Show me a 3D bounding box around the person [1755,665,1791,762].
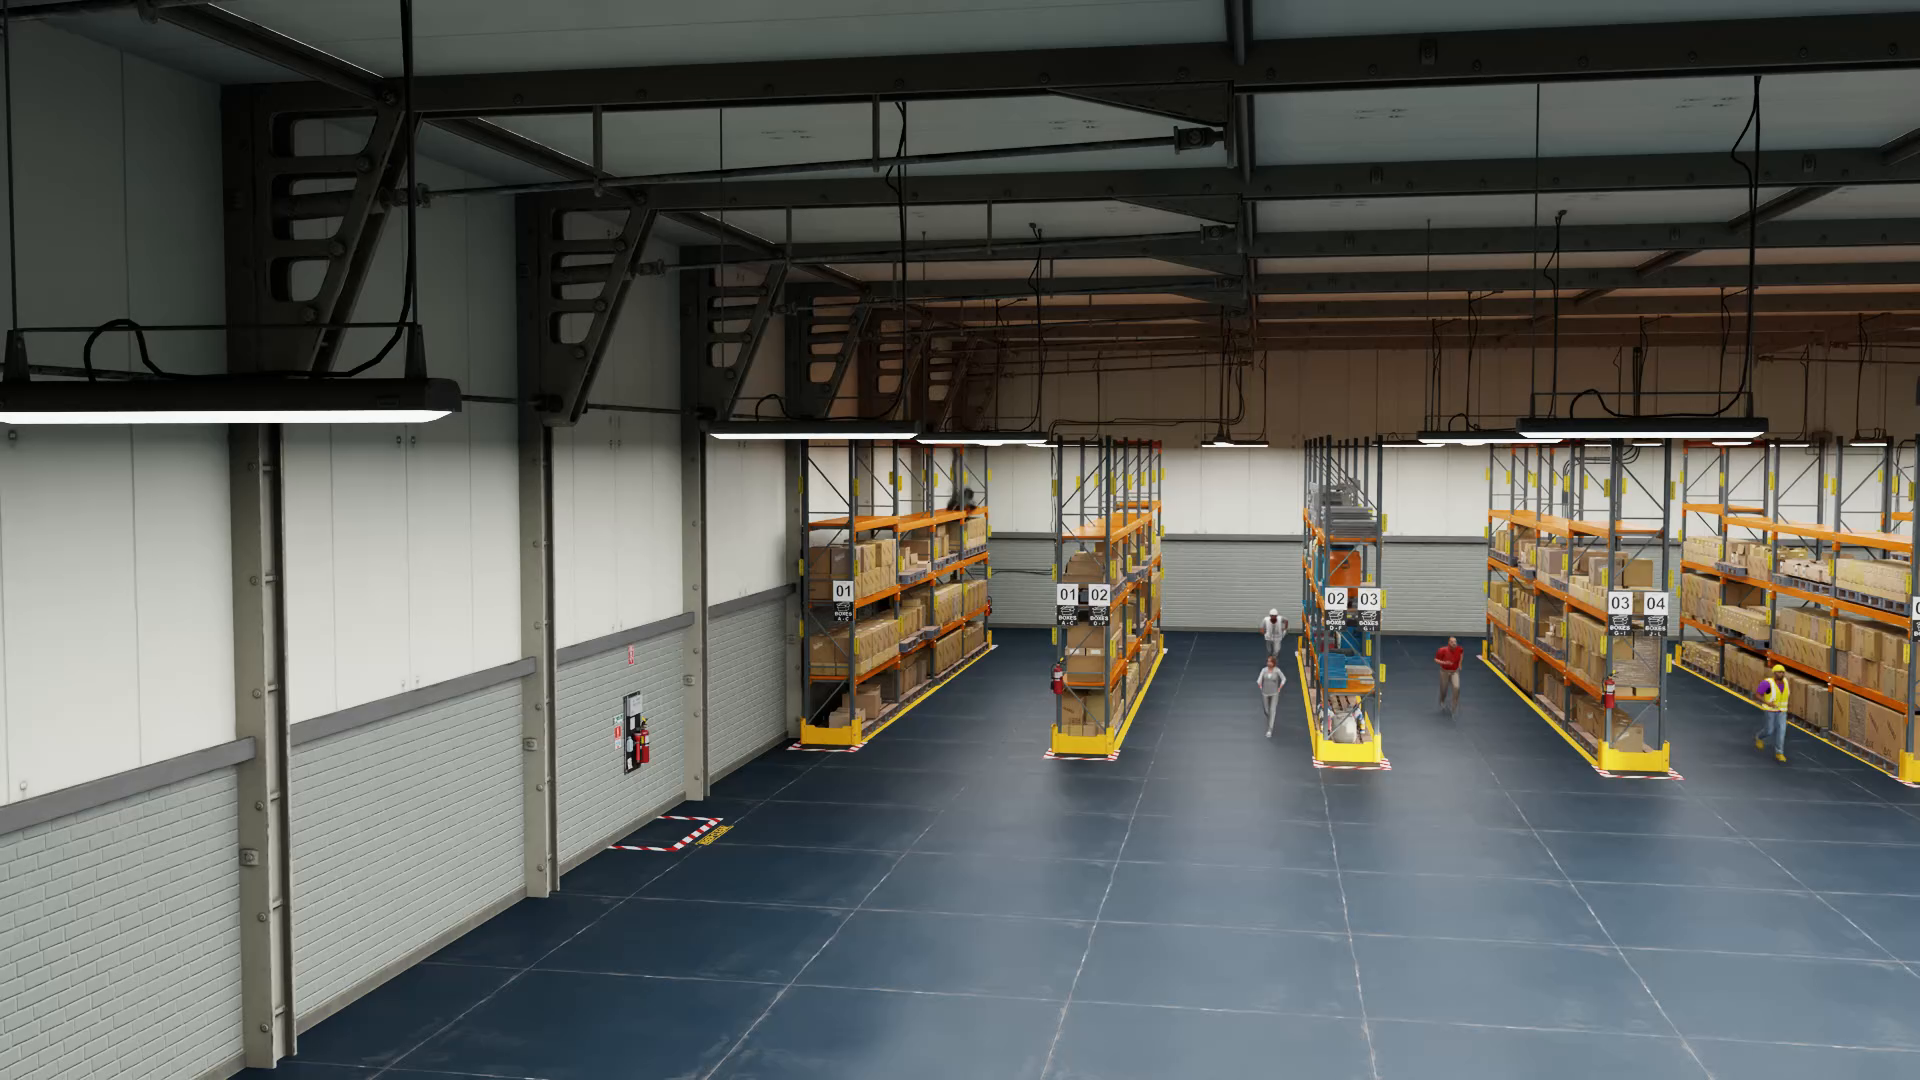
[{"bbox_3d":[15.130,3.176,30.913,0.725,1.756,0.990,0,3,-5],"label":"person"}]

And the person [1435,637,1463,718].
[{"bbox_3d":[10.580,2.941,36.032,0.658,1.752,1.015,0,3,4],"label":"person"}]

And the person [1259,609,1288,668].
[{"bbox_3d":[8.018,2.593,42.574,0.727,1.728,1.058,0,3,5],"label":"person"}]

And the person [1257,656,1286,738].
[{"bbox_3d":[6.227,3.119,33.322,0.554,1.587,0.858,1,3,22],"label":"person"}]
